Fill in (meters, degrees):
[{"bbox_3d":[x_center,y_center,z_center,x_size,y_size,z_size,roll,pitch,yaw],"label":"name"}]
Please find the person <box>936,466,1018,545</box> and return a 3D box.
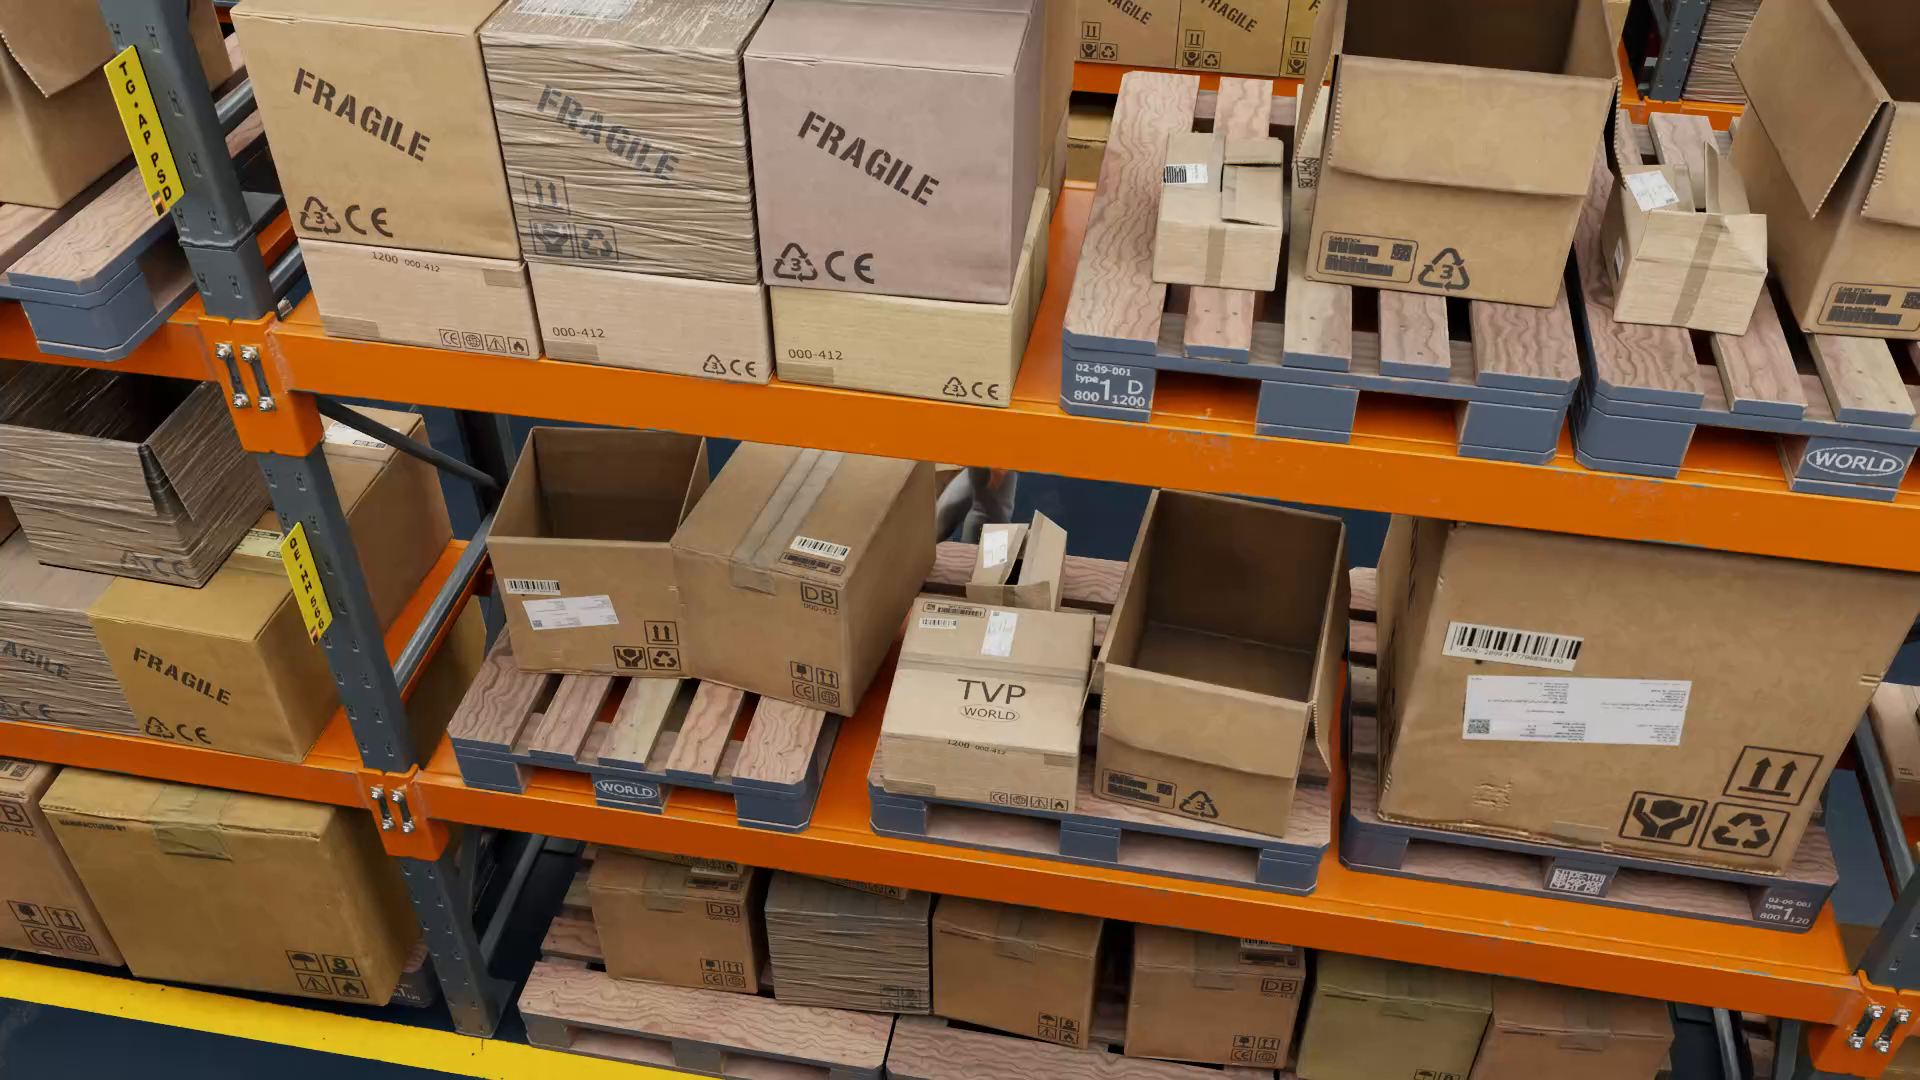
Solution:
[{"bbox_3d":[0.030,-0.427,6.676,0.530,1.644,0.523,-12,42,-14],"label":"person"}]
